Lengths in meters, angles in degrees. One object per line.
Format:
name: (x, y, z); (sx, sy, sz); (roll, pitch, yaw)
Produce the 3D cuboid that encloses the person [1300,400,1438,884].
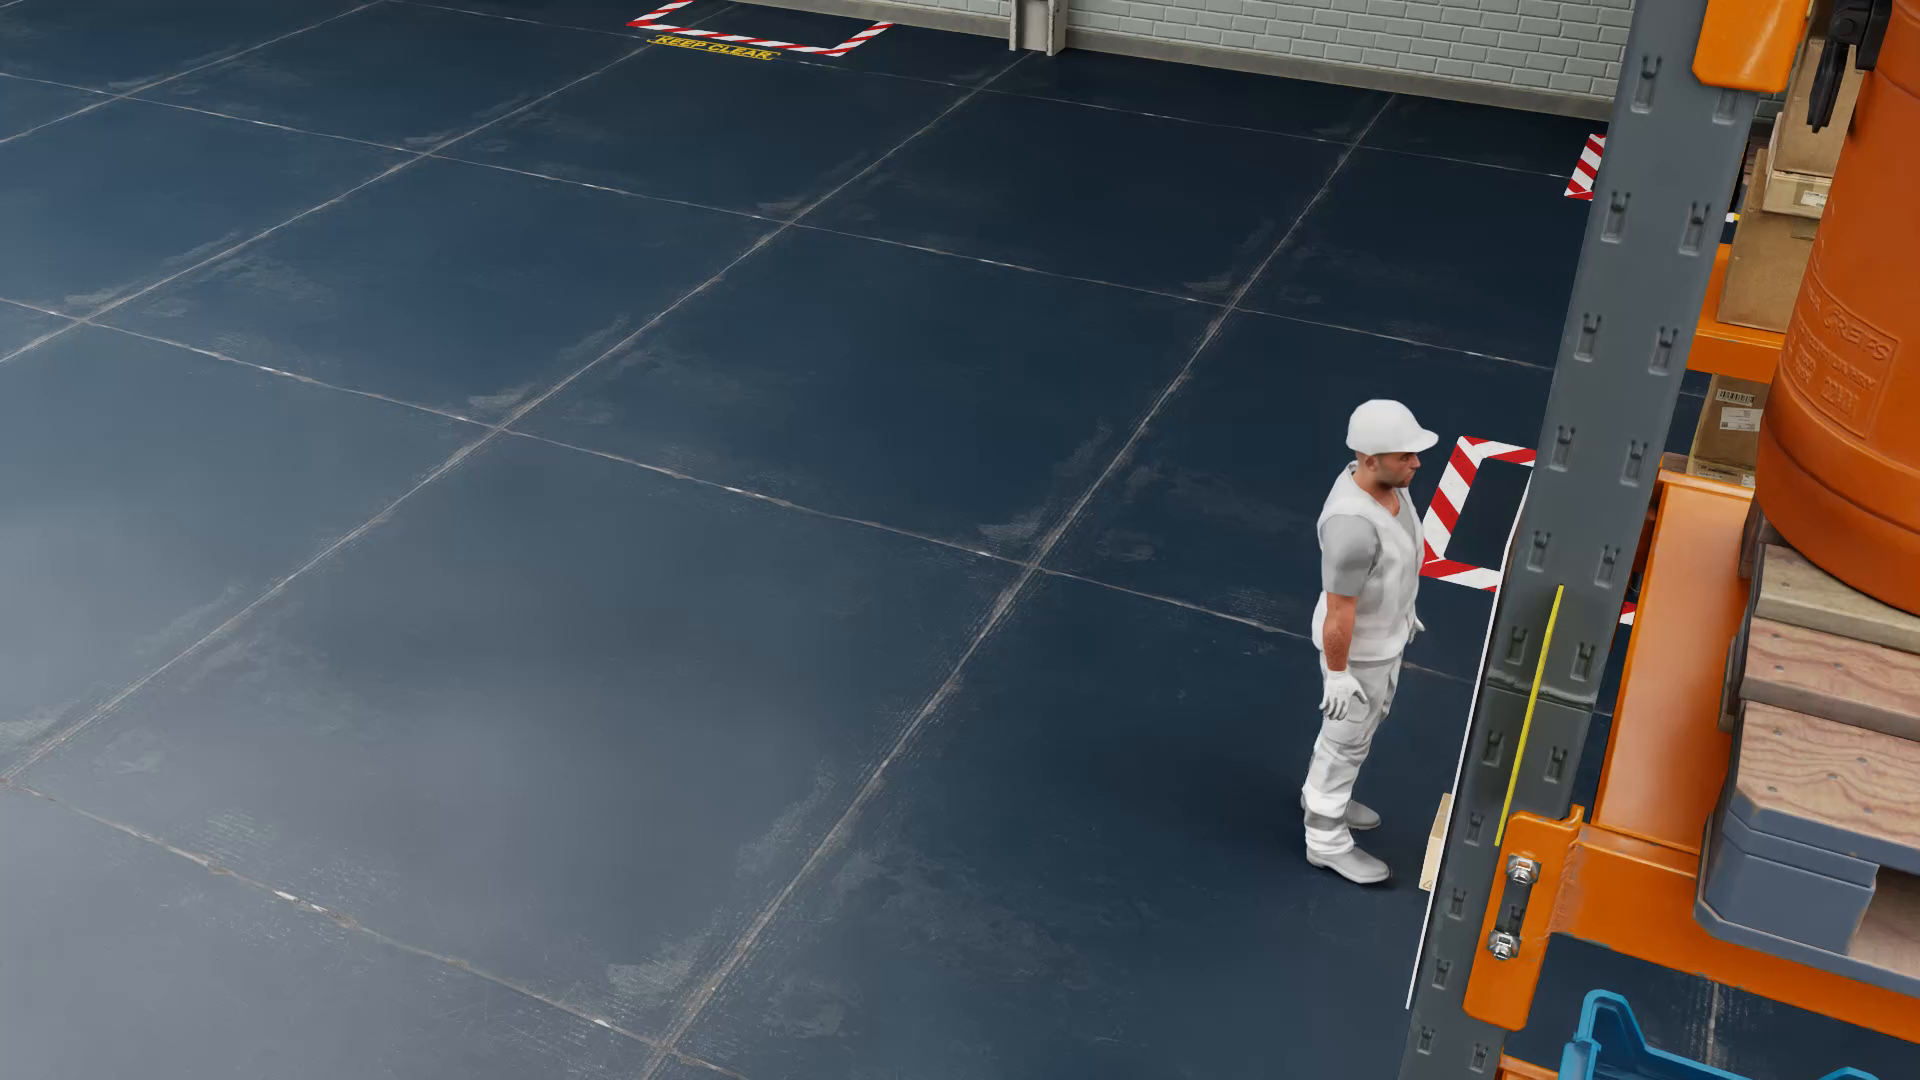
person: (1.386, 0.346, 5.584); (0.423, 1.809, 0.587); (15, 36, 21)
